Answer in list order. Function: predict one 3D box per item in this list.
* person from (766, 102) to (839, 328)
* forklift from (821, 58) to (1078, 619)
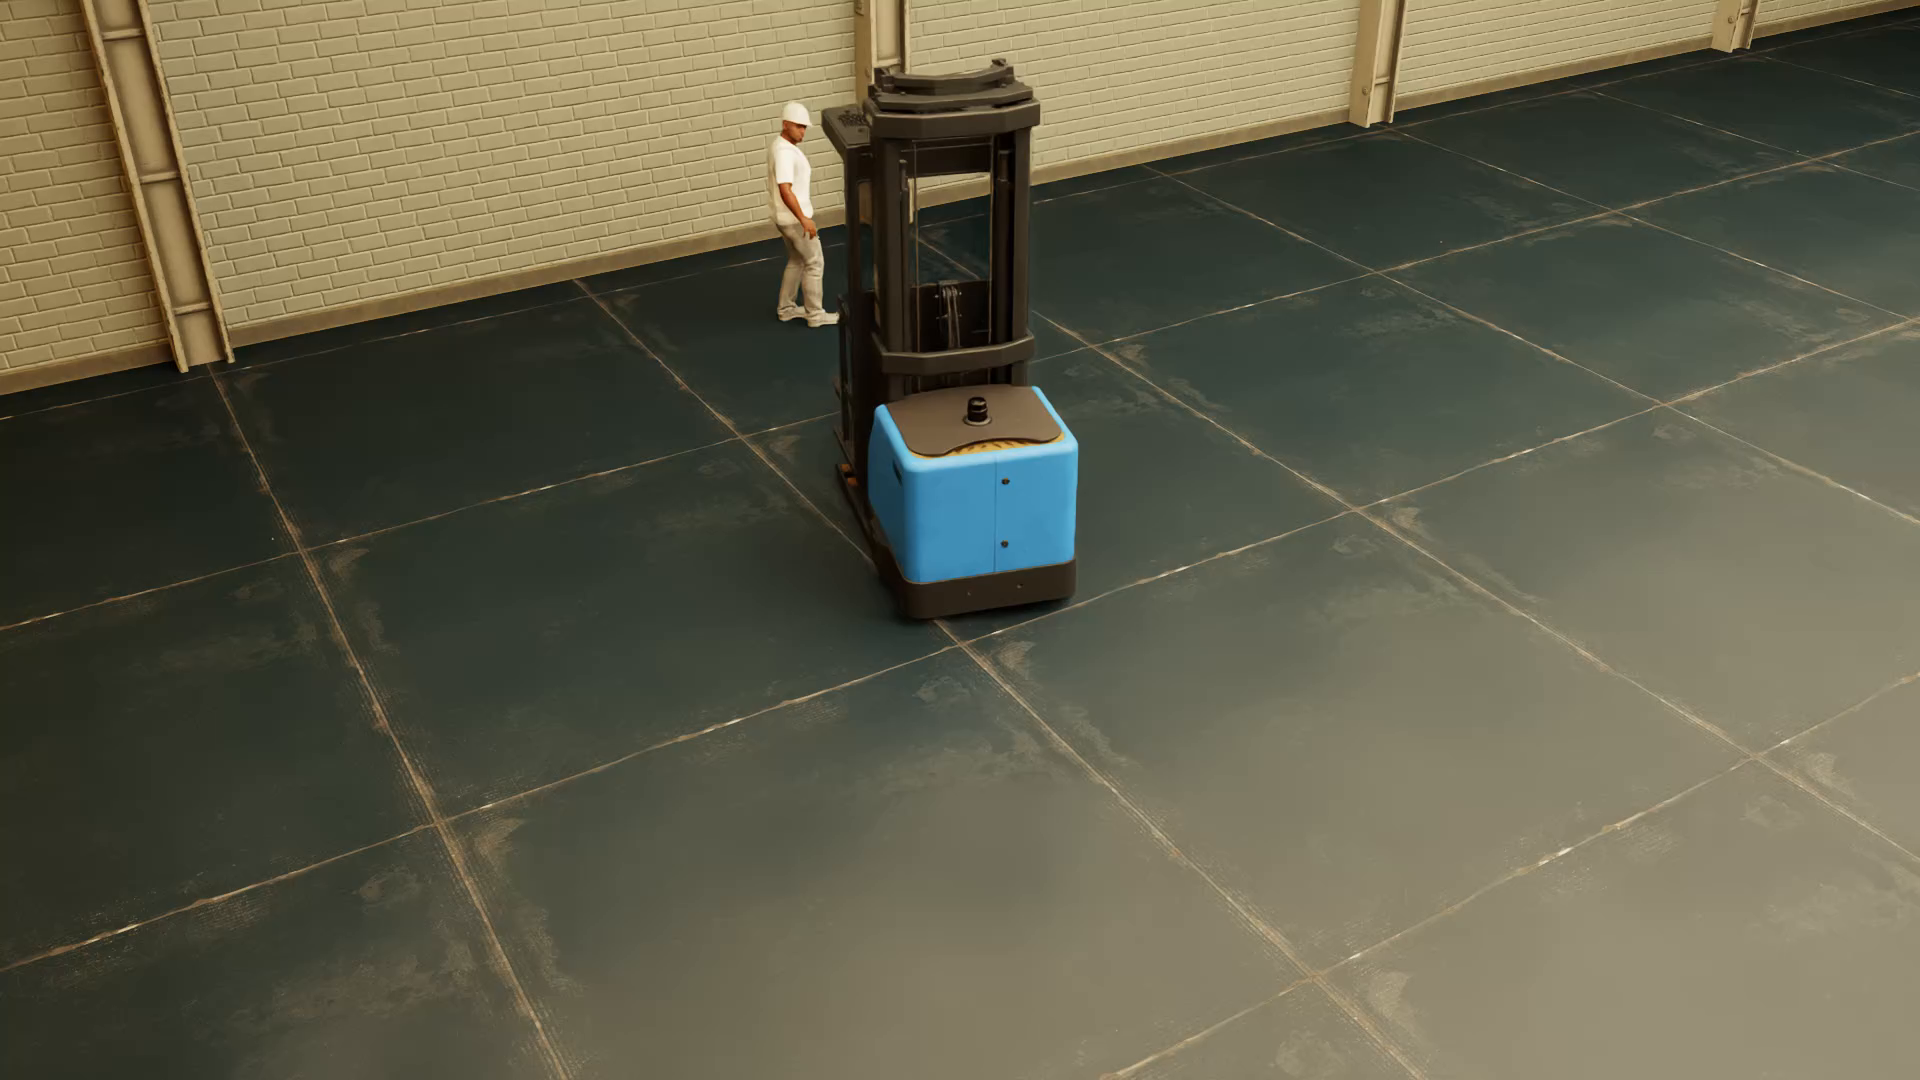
[{"bbox_3d":[-1.245,-2.554,13.067,0.519,1.748,0.794,-12,33,-19],"label":"person"},{"bbox_3d":[-0.198,-1.548,10.232,1.130,2.935,3.031,-8,32,-13],"label":"forklift"}]
